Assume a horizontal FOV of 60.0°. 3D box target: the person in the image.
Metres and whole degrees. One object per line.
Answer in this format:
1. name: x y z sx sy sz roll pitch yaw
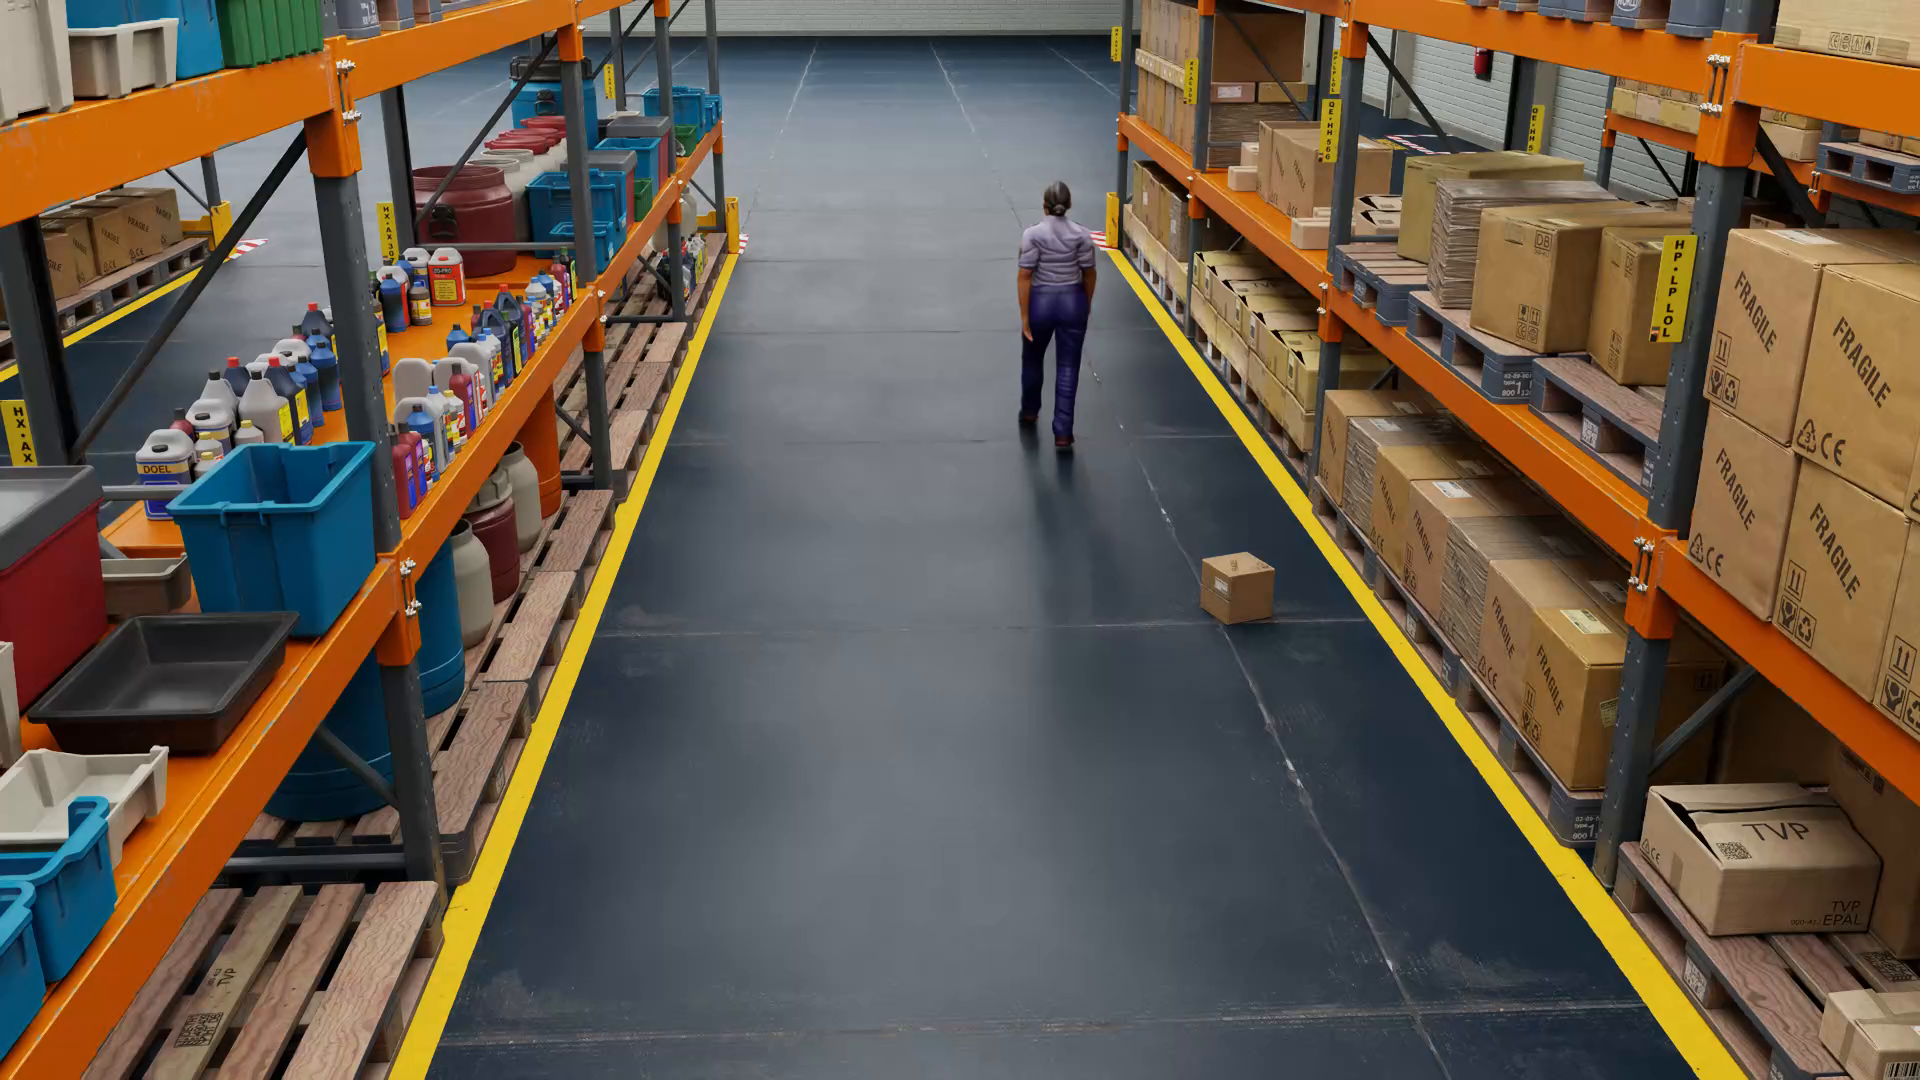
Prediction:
1. person: 0.598 -1.452 10.438 0.500 1.613 0.907 0 21 0
